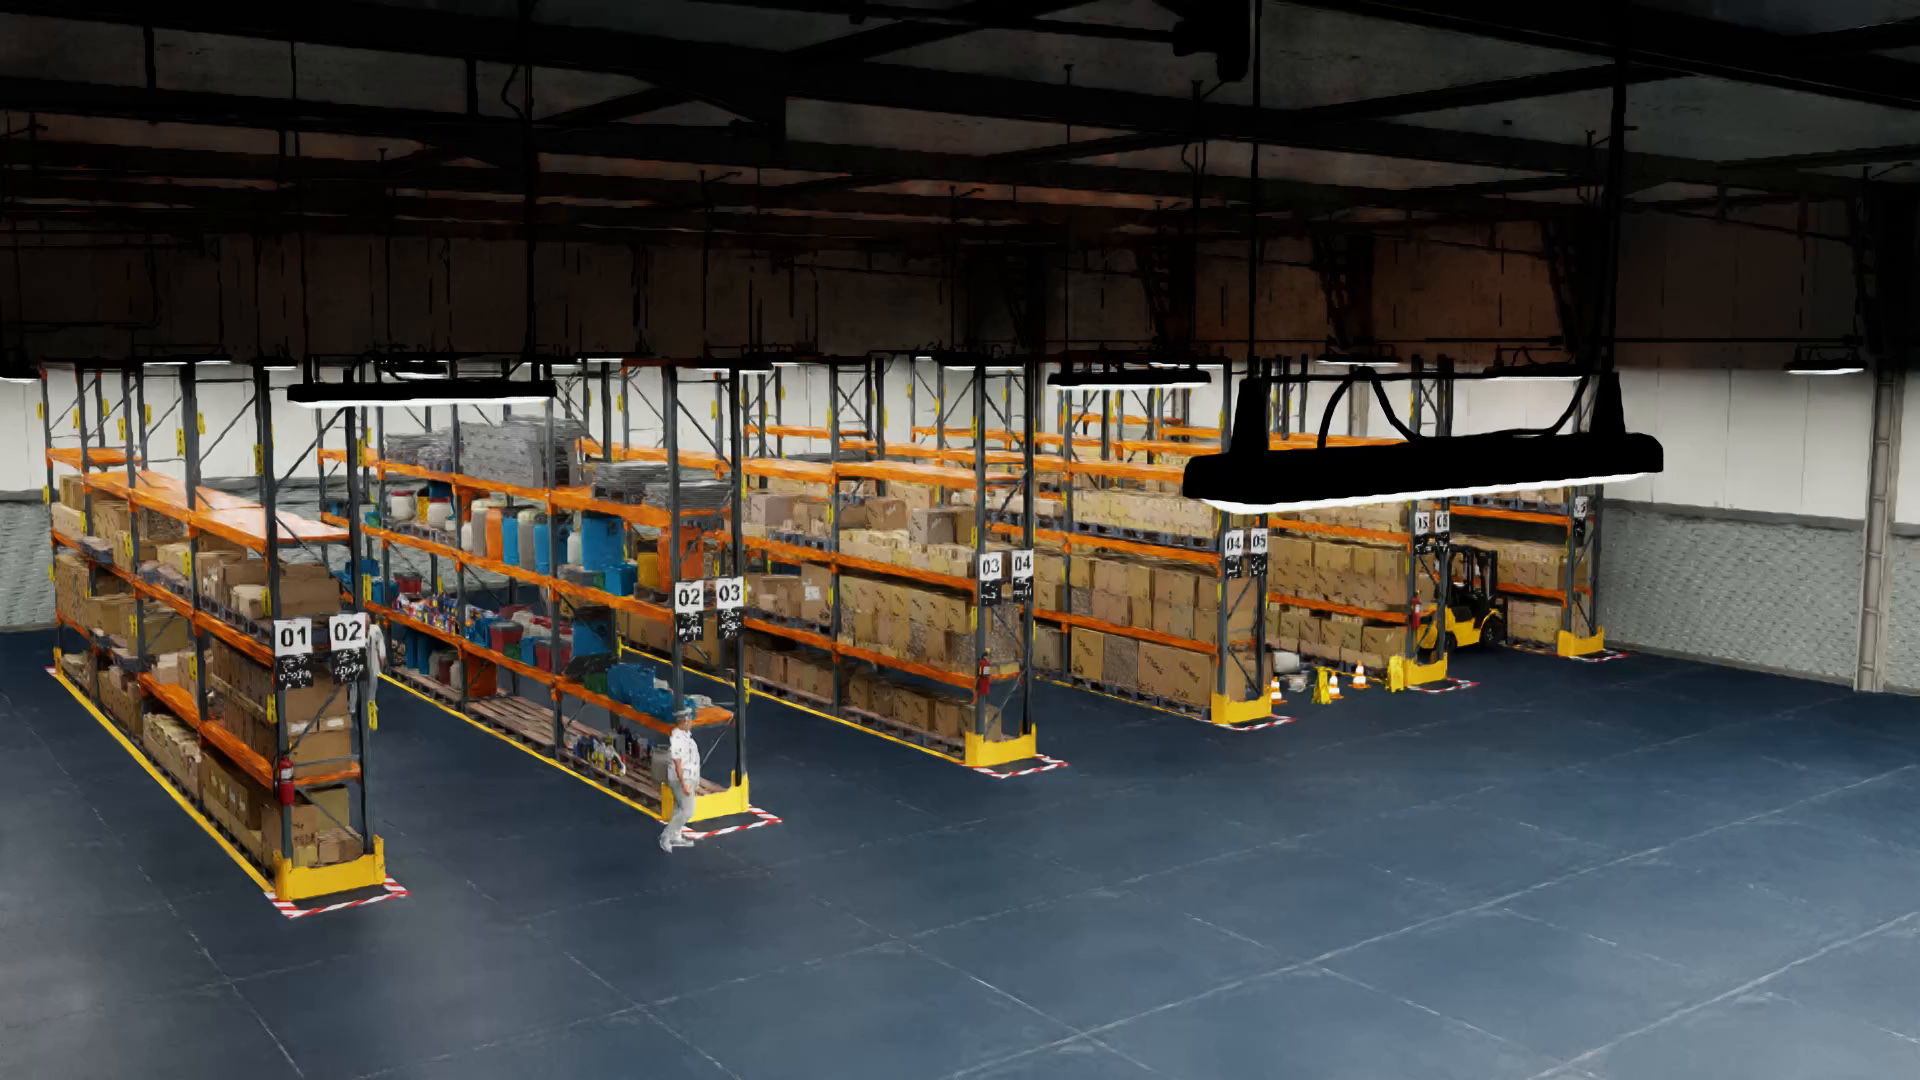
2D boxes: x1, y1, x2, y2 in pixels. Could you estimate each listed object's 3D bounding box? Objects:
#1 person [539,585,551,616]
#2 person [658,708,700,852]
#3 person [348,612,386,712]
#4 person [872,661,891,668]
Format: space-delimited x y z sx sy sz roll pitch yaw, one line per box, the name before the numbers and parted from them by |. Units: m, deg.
person | -8.774 1.288 35.412 0.360 1.585 0.530 -4 8 -31
person | -3.491 2.982 20.662 0.496 1.739 0.712 0 7 -2
person | -10.179 2.075 28.377 0.729 1.733 0.546 -5 9 -38
person | -1.398 1.689 32.122 0.608 1.611 0.575 -5 9 -37
